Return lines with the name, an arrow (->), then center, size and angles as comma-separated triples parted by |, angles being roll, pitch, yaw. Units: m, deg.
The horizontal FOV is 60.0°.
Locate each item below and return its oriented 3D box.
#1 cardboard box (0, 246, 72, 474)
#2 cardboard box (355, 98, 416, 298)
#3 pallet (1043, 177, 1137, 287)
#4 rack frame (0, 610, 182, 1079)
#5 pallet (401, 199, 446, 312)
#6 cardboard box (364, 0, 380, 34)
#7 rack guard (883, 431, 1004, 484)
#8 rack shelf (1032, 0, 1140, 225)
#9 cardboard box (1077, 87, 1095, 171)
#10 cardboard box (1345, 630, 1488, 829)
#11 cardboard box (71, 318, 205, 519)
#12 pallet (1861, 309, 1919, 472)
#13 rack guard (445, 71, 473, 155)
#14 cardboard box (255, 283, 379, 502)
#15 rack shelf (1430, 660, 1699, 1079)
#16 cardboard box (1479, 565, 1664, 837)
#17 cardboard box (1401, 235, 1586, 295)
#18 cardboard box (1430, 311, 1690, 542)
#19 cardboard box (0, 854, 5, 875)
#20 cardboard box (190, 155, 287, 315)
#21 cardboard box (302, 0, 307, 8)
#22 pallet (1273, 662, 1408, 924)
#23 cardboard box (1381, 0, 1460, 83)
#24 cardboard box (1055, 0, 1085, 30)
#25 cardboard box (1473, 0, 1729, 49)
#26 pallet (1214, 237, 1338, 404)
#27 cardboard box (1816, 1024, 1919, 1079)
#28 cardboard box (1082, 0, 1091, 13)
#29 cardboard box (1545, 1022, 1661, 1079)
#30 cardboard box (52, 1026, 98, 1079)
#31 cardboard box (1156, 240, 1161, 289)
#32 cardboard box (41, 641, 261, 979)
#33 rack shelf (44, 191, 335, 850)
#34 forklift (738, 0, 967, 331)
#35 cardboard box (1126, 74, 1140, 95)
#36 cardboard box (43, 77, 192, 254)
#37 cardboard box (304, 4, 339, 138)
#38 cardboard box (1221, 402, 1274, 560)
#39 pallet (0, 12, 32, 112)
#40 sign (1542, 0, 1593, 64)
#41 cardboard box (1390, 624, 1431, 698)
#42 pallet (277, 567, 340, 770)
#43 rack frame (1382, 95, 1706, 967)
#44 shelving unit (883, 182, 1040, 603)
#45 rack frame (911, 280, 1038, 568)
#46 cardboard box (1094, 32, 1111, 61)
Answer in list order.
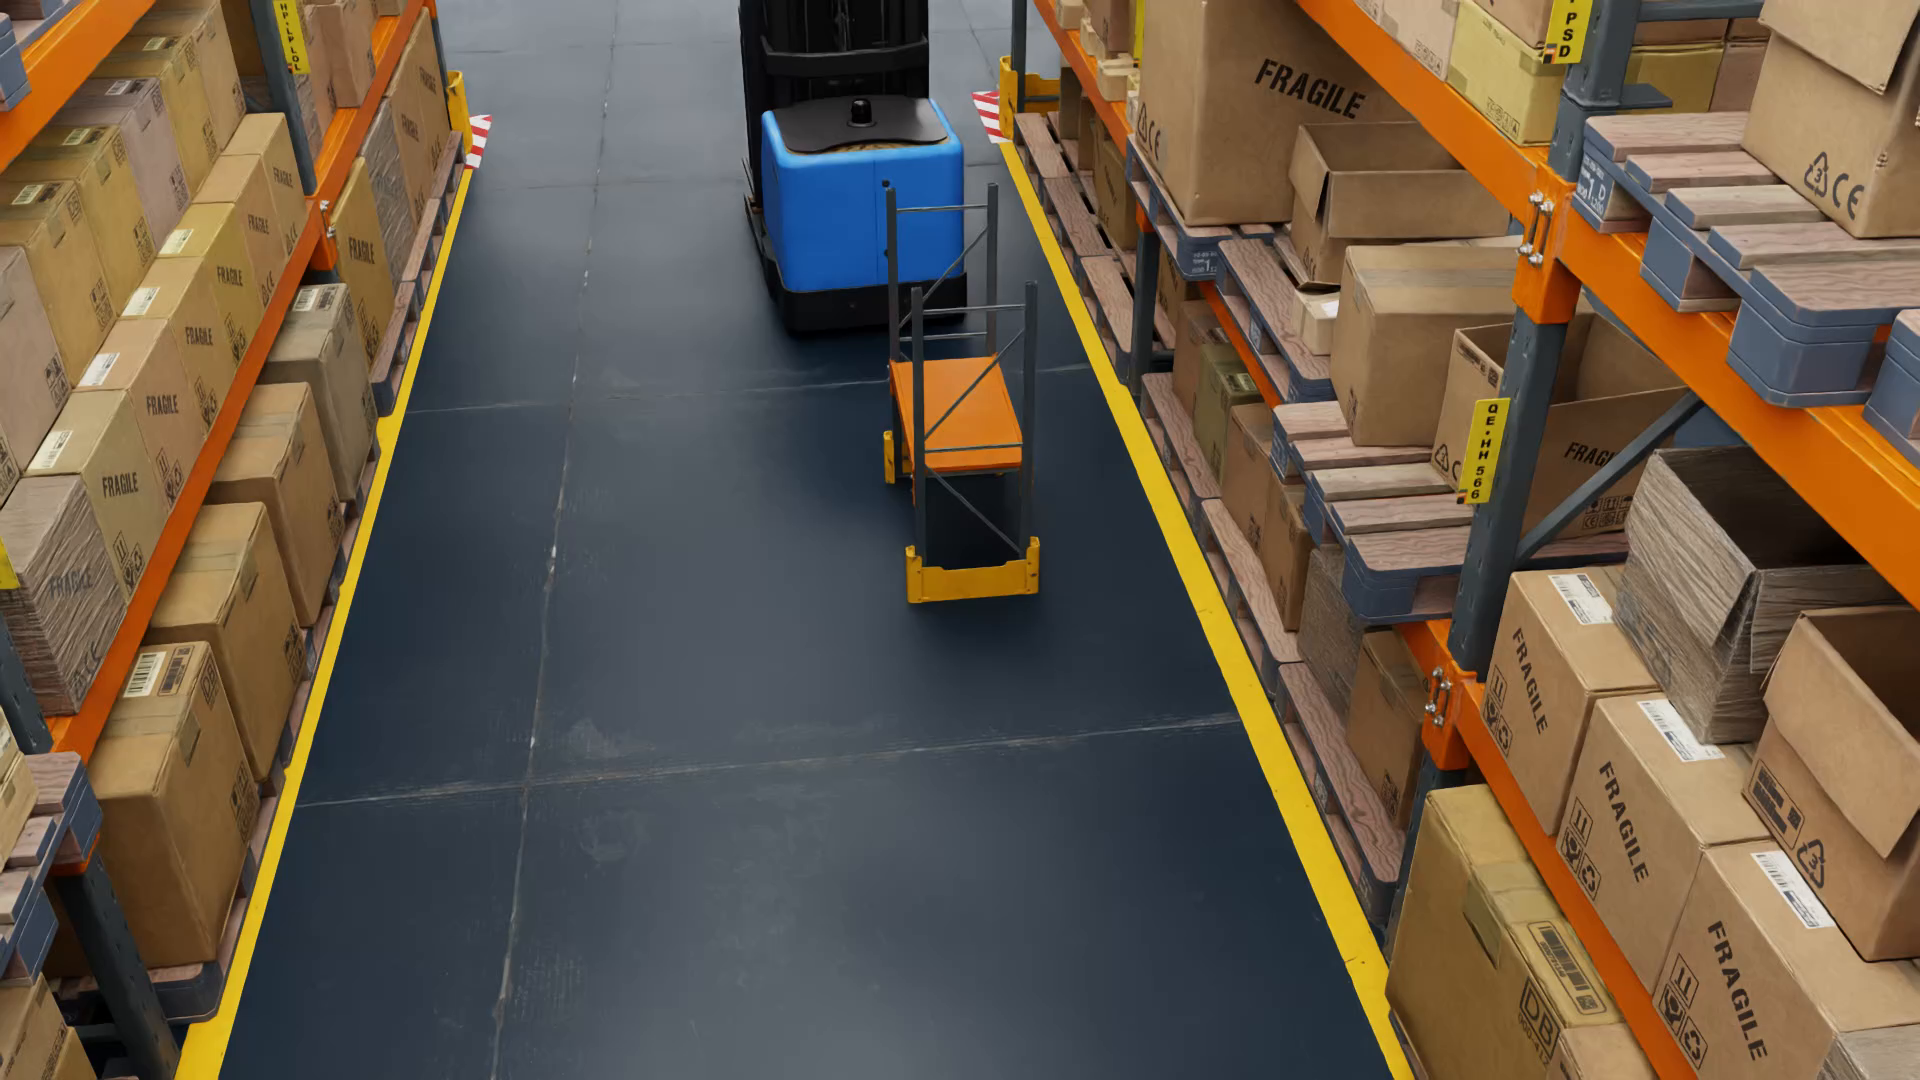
cardboard box -> -3.102, -0.506, 4.852 | 0.700, 0.500, 0.500 | -5, 35, -7
cardboard box -> -3.660, -1.904, 9.395 | 0.875, 0.875, 0.875 | -4, 34, -6
pallet -> 1.116, -1.971, 10.455 | 1.003, 0.211, 1.213 | -4, 35, -6
rack frame -> -2.982, 0.482, 4.379 | 1.000, 3.000, 0.127 | -4, 35, -6
pallet -> -3.712, -1.710, 10.072 | 1.003, 0.211, 1.213 | -4, 35, -6
cardboard box -> -3.917, -3.213, 9.668 | 0.875, 0.550, 0.550 | -4, 35, -6
rack guard -> -0.077, -0.424, 8.150 | 0.587, 0.250, 0.087 | -4, 35, -6
rack shelf -> 1.139, -2.888, 9.963 | 1.077, 0.370, 4.000 | -4, 35, -6
cardboard box -> 1.052, -2.761, 10.985 | 0.500, 0.500, 0.500 | 4, 35, 6
cardboard box -> 1.836, 0.642, 5.973 | 0.700, 0.500, 0.500 | -6, 35, -9
cardboard box -> -2.914, -0.395, 5.577 | 0.500, 0.500, 0.500 | -4, 35, -6
pallet -> 2.239, -0.019, 2.619 | 1.003, 0.211, 1.213 | -3, 34, -4
rack guard -> -4.061, -2.962, 11.653 | 1.175, 0.500, 0.348 | -4, 35, -6
cardboard box -> -3.347, -0.654, 7.671 | 1.050, 0.750, 0.750 | -5, 35, -7
rack shelf -> 2.215, 1.576, 3.412 | 1.077, 0.370, 4.000 | -4, 35, -6
cardboard box -> 1.742, 0.414, 4.391 | 0.500, 0.500, 0.500 | -3, 34, -5
cardboard box -> 1.949, -0.901, 6.169 | 0.500, 0.250, 0.500 | -5, 35, -8
cardboard box -> 1.834, -0.350, 5.138 | 0.500, 0.500, 0.500 | -9, 35, -12
cardboard box -> -2.429, 0.792, 3.775 | 0.380, 0.149, 0.250 | -4, 35, -7
cardboard box -> -3.117, -1.238, 6.815 | 0.500, 0.500, 0.500 | -5, 35, -7
cardboard box -> -3.725, -2.765, 8.051 | 0.875, 0.550, 0.550 | -4, 35, -6
pallet -> 1.843, 0.879, 6.272 | 1.003, 0.211, 1.213 | -4, 35, -6
cardboard box -> 1.559, -1.537, 4.811 | 0.500, 0.250, 0.500 | -4, 35, -7
cardboard box -> 0.778, -3.176, 9.970 | 0.380, 0.149, 0.250 | -4, 35, -6
cardboard box -> 1.634, -1.572, 4.196 | 0.500, 0.500, 0.500 | -3, 34, -5
pallet -> 1.640, -0.859, 6.517 | 1.003, 0.211, 1.213 | -4, 35, -6
cardboard box -> 1.951, 1.266, 3.140 | 0.500, 0.500, 0.500 | -4, 35, -6
cardboard box -> 1.183, -3.324, 9.611 | 0.875, 0.500, 0.500 | -4, 35, -6
cardboard box -> 2.131, 1.752, 4.029 | 1.225, 0.875, 0.875 | -4, 35, -6
cardboard box -> -2.635, 1.689, 4.454 | 0.500, 0.500, 0.500 | -5, 35, -7
cardboard box -> 1.310, -1.755, 9.508 | 0.500, 0.500, 0.500 | 6, 35, 9
cardboard box -> -2.975, 0.892, 5.402 | 1.050, 0.750, 0.750 | -5, 35, -7
rack shelf -> -3.251, -0.336, 6.219 | 1.077, 0.370, 4.000 | -4, 35, -6
forklift -> -0.780, -3.208, 9.855 | 1.130, 2.935, 3.031 | -7, 35, -10
cardboard box -> 1.090, -2.347, 8.754 | 0.380, 0.149, 0.250 | -4, 35, -6
cardboard box -> -3.309, -1.359, 6.104 | 0.700, 0.500, 0.500 | -4, 34, -6
cardboard box -> -3.678, -2.322, 8.360 | 0.875, 0.550, 0.550 | -4, 35, -6
cardboard box -> 1.591, -0.294, 7.347 | 0.700, 0.500, 0.500 | -7, 35, -10
pallet -> -3.121, -1.034, 4.108 | 1.213, 0.211, 1.003 | -3, 34, -4
sign -> 1.408, -1.250, 3.798 | 0.100, 0.325, 0.005 | -4, 35, -6
cardboard box -> 1.827, 0.333, 5.761 | 0.500, 0.250, 0.500 | -3, 34, -4
pallet -> -3.174, 0.510, 6.815 | 1.003, 0.211, 1.213 | -4, 35, -6
rack frame -> 1.946, 0.163, 4.847 | 1.000, 3.000, 0.127 | -4, 35, -6
shelving unit -> -0.010, -0.662, 7.390 | 0.587, 1.500, 1.083 | -4, 35, -6
rack frame -> 0.057, -0.384, 6.981 | 0.500, 1.500, 0.032 | -4, 35, -6
cardboard box -> 0.969, -2.764, 9.366 | 0.380, 0.149, 0.250 | -4, 35, -6
